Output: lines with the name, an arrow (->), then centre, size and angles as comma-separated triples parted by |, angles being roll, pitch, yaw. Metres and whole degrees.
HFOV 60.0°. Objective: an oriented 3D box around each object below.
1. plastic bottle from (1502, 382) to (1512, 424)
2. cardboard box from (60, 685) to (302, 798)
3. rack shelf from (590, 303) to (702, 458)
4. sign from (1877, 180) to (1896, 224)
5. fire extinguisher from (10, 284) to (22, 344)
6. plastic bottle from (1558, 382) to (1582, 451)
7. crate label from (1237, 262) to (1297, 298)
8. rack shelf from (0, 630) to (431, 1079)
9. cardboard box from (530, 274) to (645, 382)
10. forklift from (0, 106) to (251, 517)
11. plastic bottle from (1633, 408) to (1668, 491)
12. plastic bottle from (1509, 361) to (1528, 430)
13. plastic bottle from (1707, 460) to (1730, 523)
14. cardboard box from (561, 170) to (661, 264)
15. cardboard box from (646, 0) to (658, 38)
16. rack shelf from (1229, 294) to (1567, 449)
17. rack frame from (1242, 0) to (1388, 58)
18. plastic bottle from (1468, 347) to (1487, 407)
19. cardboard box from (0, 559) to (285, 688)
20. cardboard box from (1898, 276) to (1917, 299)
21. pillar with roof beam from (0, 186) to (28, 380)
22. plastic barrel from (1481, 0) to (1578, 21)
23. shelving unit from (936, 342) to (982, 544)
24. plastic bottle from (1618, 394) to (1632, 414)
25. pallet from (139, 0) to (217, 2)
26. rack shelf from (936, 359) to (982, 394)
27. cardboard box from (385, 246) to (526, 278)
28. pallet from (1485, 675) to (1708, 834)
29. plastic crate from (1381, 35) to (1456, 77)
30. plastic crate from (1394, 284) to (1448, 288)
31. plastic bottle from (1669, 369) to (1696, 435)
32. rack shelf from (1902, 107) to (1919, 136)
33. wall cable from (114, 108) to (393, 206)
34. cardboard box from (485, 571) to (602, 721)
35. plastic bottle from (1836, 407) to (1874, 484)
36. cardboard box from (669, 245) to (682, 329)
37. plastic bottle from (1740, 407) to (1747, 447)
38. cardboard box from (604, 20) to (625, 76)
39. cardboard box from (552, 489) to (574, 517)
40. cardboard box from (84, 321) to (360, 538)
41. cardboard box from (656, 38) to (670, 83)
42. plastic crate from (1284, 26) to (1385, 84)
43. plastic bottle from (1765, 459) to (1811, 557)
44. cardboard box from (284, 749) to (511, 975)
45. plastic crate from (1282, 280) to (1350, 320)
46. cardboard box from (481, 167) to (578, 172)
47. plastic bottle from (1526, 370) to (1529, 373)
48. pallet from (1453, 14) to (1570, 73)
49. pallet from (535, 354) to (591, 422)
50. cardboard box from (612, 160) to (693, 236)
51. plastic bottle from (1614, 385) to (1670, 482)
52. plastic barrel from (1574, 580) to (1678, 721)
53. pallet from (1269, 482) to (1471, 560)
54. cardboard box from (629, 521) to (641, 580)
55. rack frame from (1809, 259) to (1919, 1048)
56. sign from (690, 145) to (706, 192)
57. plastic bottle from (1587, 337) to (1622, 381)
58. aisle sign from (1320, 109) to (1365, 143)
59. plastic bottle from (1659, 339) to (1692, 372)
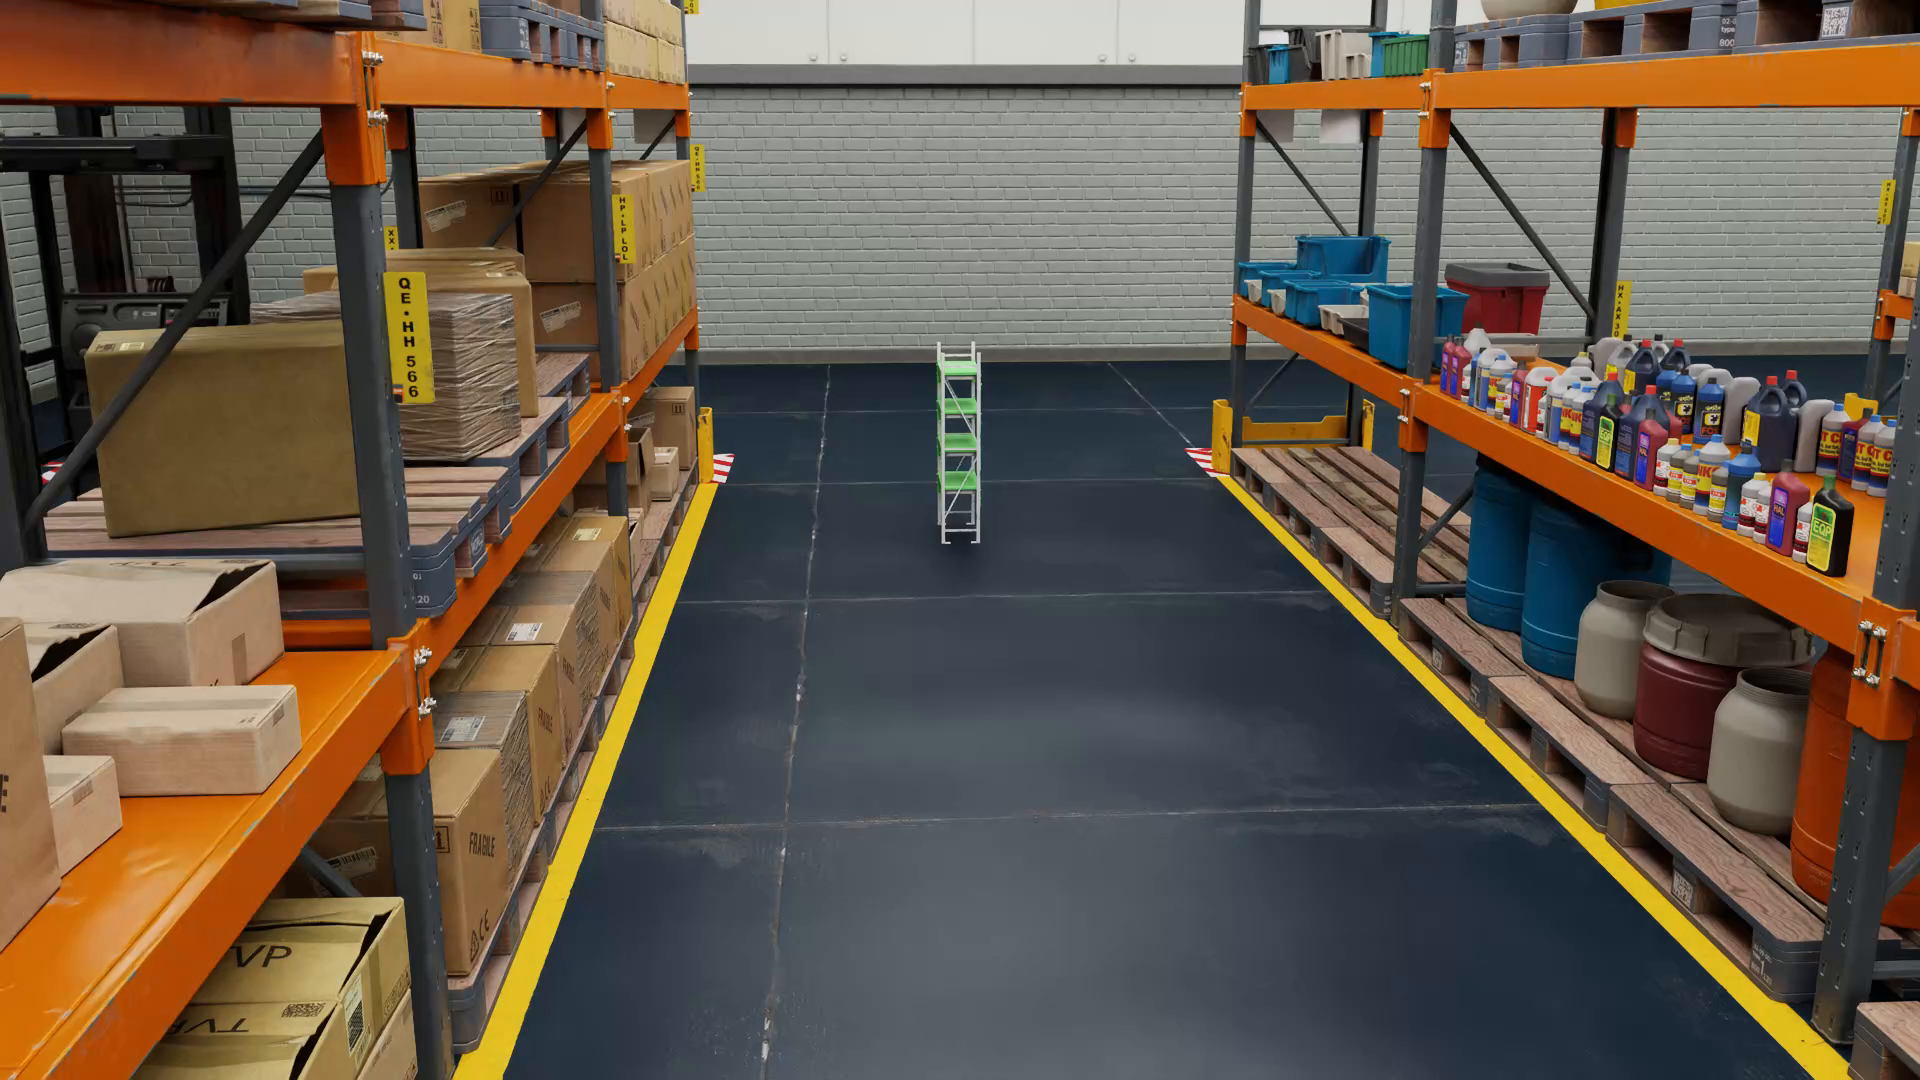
plastic bottle -> 2.439, -0.615, 7.295 | 0.097, 0.201, 0.097 | 0, 14, 0
cardboard box -> -1.589, 0.411, 3.415 | 0.380, 0.149, 0.250 | -1, 14, -3
rack shelf -> -2.292, -1.074, 10.126 | 1.077, 0.370, 4.000 | -1, 14, -3
sign -> 6.917, -2.523, 12.415 | 0.100, 0.325, 0.005 | -1, 14, -3
fire extinguisher -> -6.909, -1.669, 11.898 | 0.296, 0.674, 0.183 | -1, 14, -3
plastic bottle -> 2.476, -0.500, 6.709 | 0.097, 0.271, 0.097 | 0, 14, 0
crate label -> 2.214, -1.877, 12.018 | 0.416, 0.233, 0.303 | -1, 14, -3
rack shelf -> -1.797, 0.915, 2.393 | 1.077, 0.370, 4.000 | -1, 14, -3
cardboard box -> -1.928, -1.105, 8.599 | 0.500, 0.500, 0.500 | -1, 14, -2
forklift -> -4.643, -1.198, 9.299 | 1.130, 2.935, 3.031 | -1, 14, -3
plastic bottle -> 2.502, -0.328, 6.015 | 0.061, 0.283, 0.133 | -1, 14, -3
plastic bottle -> 2.428, -0.626, 7.173 | 0.061, 0.283, 0.133 | -1, 14, -3
plastic bottle -> 2.551, -0.163, 5.538 | 0.097, 0.201, 0.097 | 0, 14, 0
cardboard box -> -1.981, -1.836, 9.434 | 0.500, 0.500, 0.500 | -1, 14, -5
cardboard box -> -2.034, -3.045, 9.621 | 0.500, 0.250, 0.500 | -1, 14, -3
rack shelf -> 2.652, -1.150, 10.419 | 1.077, 0.370, 4.000 | -1, 14, -3
rack frame -> 2.528, -4.901, 11.515 | 1.000, 3.000, 0.127 | -1, 14, -3
plastic bottle -> 2.412, -0.755, 7.699 | 0.097, 0.271, 0.097 | 0, 14, 0
cardboard box -> -1.942, 0.204, 3.893 | 0.500, 0.311, 0.500 | 0, 14, 0
cardboard box -> 7.164, -1.857, 12.228 | 0.380, 0.149, 0.250 | -1, 14, -3
pillar with roof beam -> -4.094, -5.473, 13.737 | 9.100, 9.000, 0.400 | -1, 14, -3
plastic barrel -> 2.558, -2.588, 7.430 | 0.433, 0.535, 0.433 | 0, 14, 0
shelving unit -> -0.010, -0.622, 10.537 | 0.258, 1.200, 0.503 | -1, 14, -3
plastic bottle -> 2.543, -0.408, 6.326 | 0.061, 0.283, 0.133 | -1, 14, -3
pallet -> -1.717, -0.846, 2.155 | 1.003, 0.211, 1.213 | 0, 14, -1
rack shelf -> -0.010, -1.025, 10.433 | 0.258, 0.148, 0.480 | -1, 14, -3
cardboard box -> -2.362, -1.056, 7.567 | 0.700, 0.500, 0.500 | -6, 16, -22
pallet -> 2.860, 0.846, 6.814 | 1.003, 0.211, 1.213 | -1, 14, -3
plastic crate -> 2.448, -2.452, 8.441 | 0.450, 0.188, 0.662 | -1, 14, -3
plastic crate -> 2.865, -1.355, 9.891 | 0.437, 0.282, 0.530 | -1, 14, -3
plastic bottle -> 3.062, -0.589, 7.055 | 0.097, 0.271, 0.097 | 0, 14, 0
rack shelf -> 7.595, -2.679, 10.343 | 1.077, 0.370, 4.000 | -1, 14, -3
wall cable -> -7.354, -4.656, 16.796 | 3.097, 2.526, 0.112 | -1, 14, -3
cardboard box -> -1.799, 0.438, 6.937 | 0.500, 0.500, 0.500 | -1, 14, -3
plastic bottle -> 3.293, -0.350, 6.102 | 0.061, 0.283, 0.133 | -1, 14, -3
cardboard box -> -2.056, -1.608, 10.556 | 0.500, 0.500, 0.500 | -1, 14, -3
plastic bottle -> 3.234, -0.476, 6.754 | 0.097, 0.201, 0.097 | 0, 14, 0
cardboard box -> -1.952, -2.430, 8.233 | 0.500, 0.250, 0.500 | -1, 14, -3
cardboard box -> -2.533, -0.160, 9.642 | 0.500, 0.311, 0.500 | -1, 14, -3
cardboard box -> -2.072, -0.337, 4.774 | 0.700, 0.500, 0.500 | -6, 16, -22
cardboard box -> -2.057, -2.928, 10.167 | 0.500, 0.250, 0.500 | -1, 14, -3
plastic crate -> 2.348, -3.034, 10.404 | 0.504, 0.338, 0.767 | -1, 14, -3
plastic bottle -> 2.558, -0.101, 5.133 | 0.061, 0.283, 0.133 | -1, 14, -3
cardboard box -> -1.664, 0.949, 4.950 | 0.500, 0.500, 0.500 | 0, 14, -1
plastic crate -> 2.296, -1.550, 10.745 | 0.416, 0.233, 0.300 | -1, 14, -3
cardboard box -> -2.554, -1.958, 9.908 | 0.500, 0.500, 0.500 | -1, 14, -4
plastic bottle -> 2.570, -0.699, 7.623 | 0.097, 0.201, 0.097 | 0, 14, 0
pallet -> 2.922, -2.169, 7.294 | 1.213, 0.211, 1.003 | -1, 14, -3
pallet -> -2.228, -0.632, 7.348 | 1.003, 0.211, 1.213 | -1, 14, -3
cardboard box -> -2.114, -2.346, 11.419 | 0.500, 0.500, 0.500 | -1, 14, -4
plastic bottle -> 2.533, -0.401, 6.163 | 0.144, 0.351, 0.185 | -1, 14, -3
plastic barrel -> 2.782, 0.454, 6.892 | 0.421, 0.512, 0.421 | 0, 14, 0
pallet -> 2.613, -0.137, 10.634 | 1.003, 0.211, 1.213 | -1, 14, -3
cardboard box -> -1.979, 0.056, 8.802 | 0.500, 0.311, 0.500 | -1, 14, -3
rack frame -> 3.023, -0.006, 4.530 | 1.000, 3.000, 0.127 | -1, 14, -3
sign -> -1.861, -2.638, 11.800 | 0.100, 0.325, 0.005 | -1, 14, -3
plastic bottle -> 3.123, -0.848, 8.050 | 0.152, 0.276, 0.135 | -1, 14, -3
aisle sign -> 2.816, -3.277, 12.026 | 0.394, 0.787, 0.004 | -1, 14, -3
plastic bottle -> 3.171, -0.707, 7.355 | 0.144, 0.351, 0.185 | -1, 14, -3
